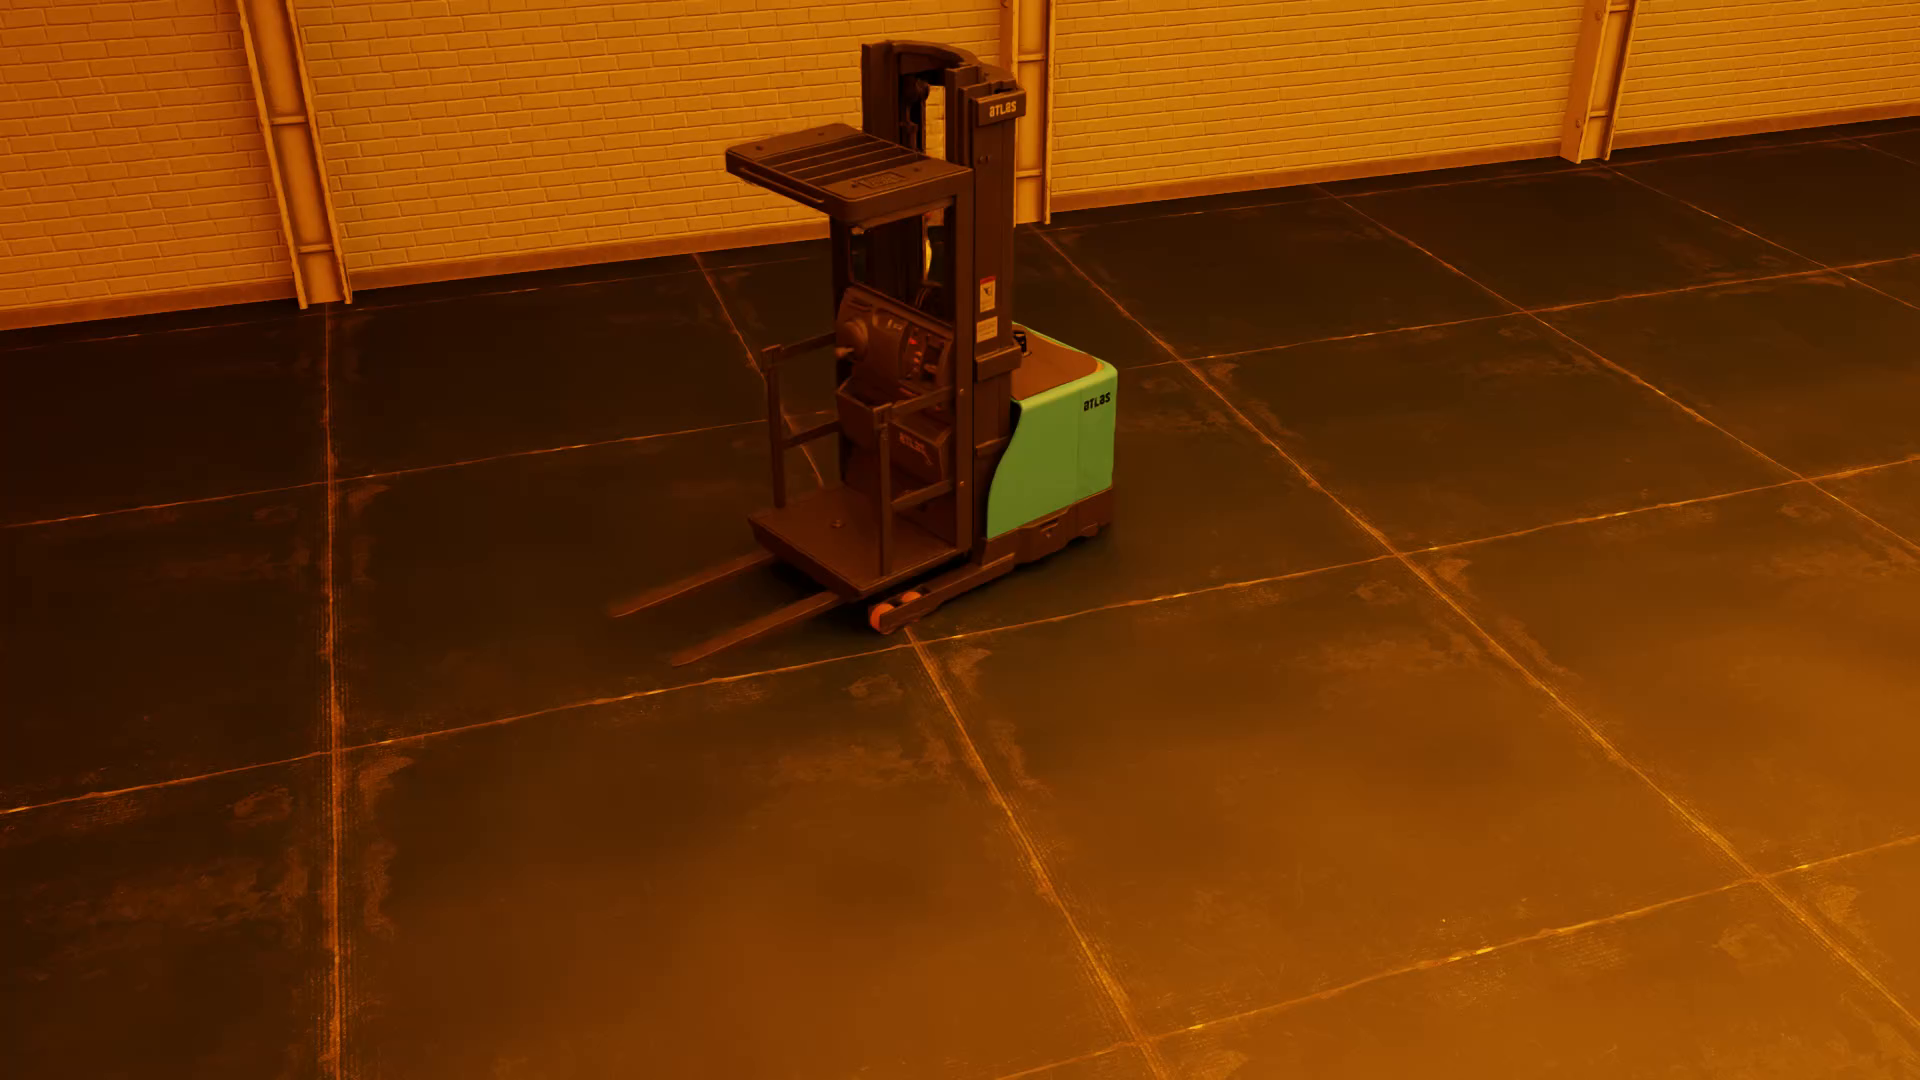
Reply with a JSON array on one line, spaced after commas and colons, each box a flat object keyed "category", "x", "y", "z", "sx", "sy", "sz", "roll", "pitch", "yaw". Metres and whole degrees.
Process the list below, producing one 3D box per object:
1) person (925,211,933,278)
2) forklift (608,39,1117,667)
[{"category": "person", "x": -0.325, "y": -1.529, "z": 10.949, "sx": 0.449, "sy": 1.745, "sz": 0.881, "roll": -2, "pitch": 30, "yaw": -3}, {"category": "forklift", "x": -0.520, "y": -1.049, "z": 8.910, "sx": 3.031, "sy": 2.935, "sz": 1.130, "roll": -23, "pitch": 37, "yaw": -34}]
